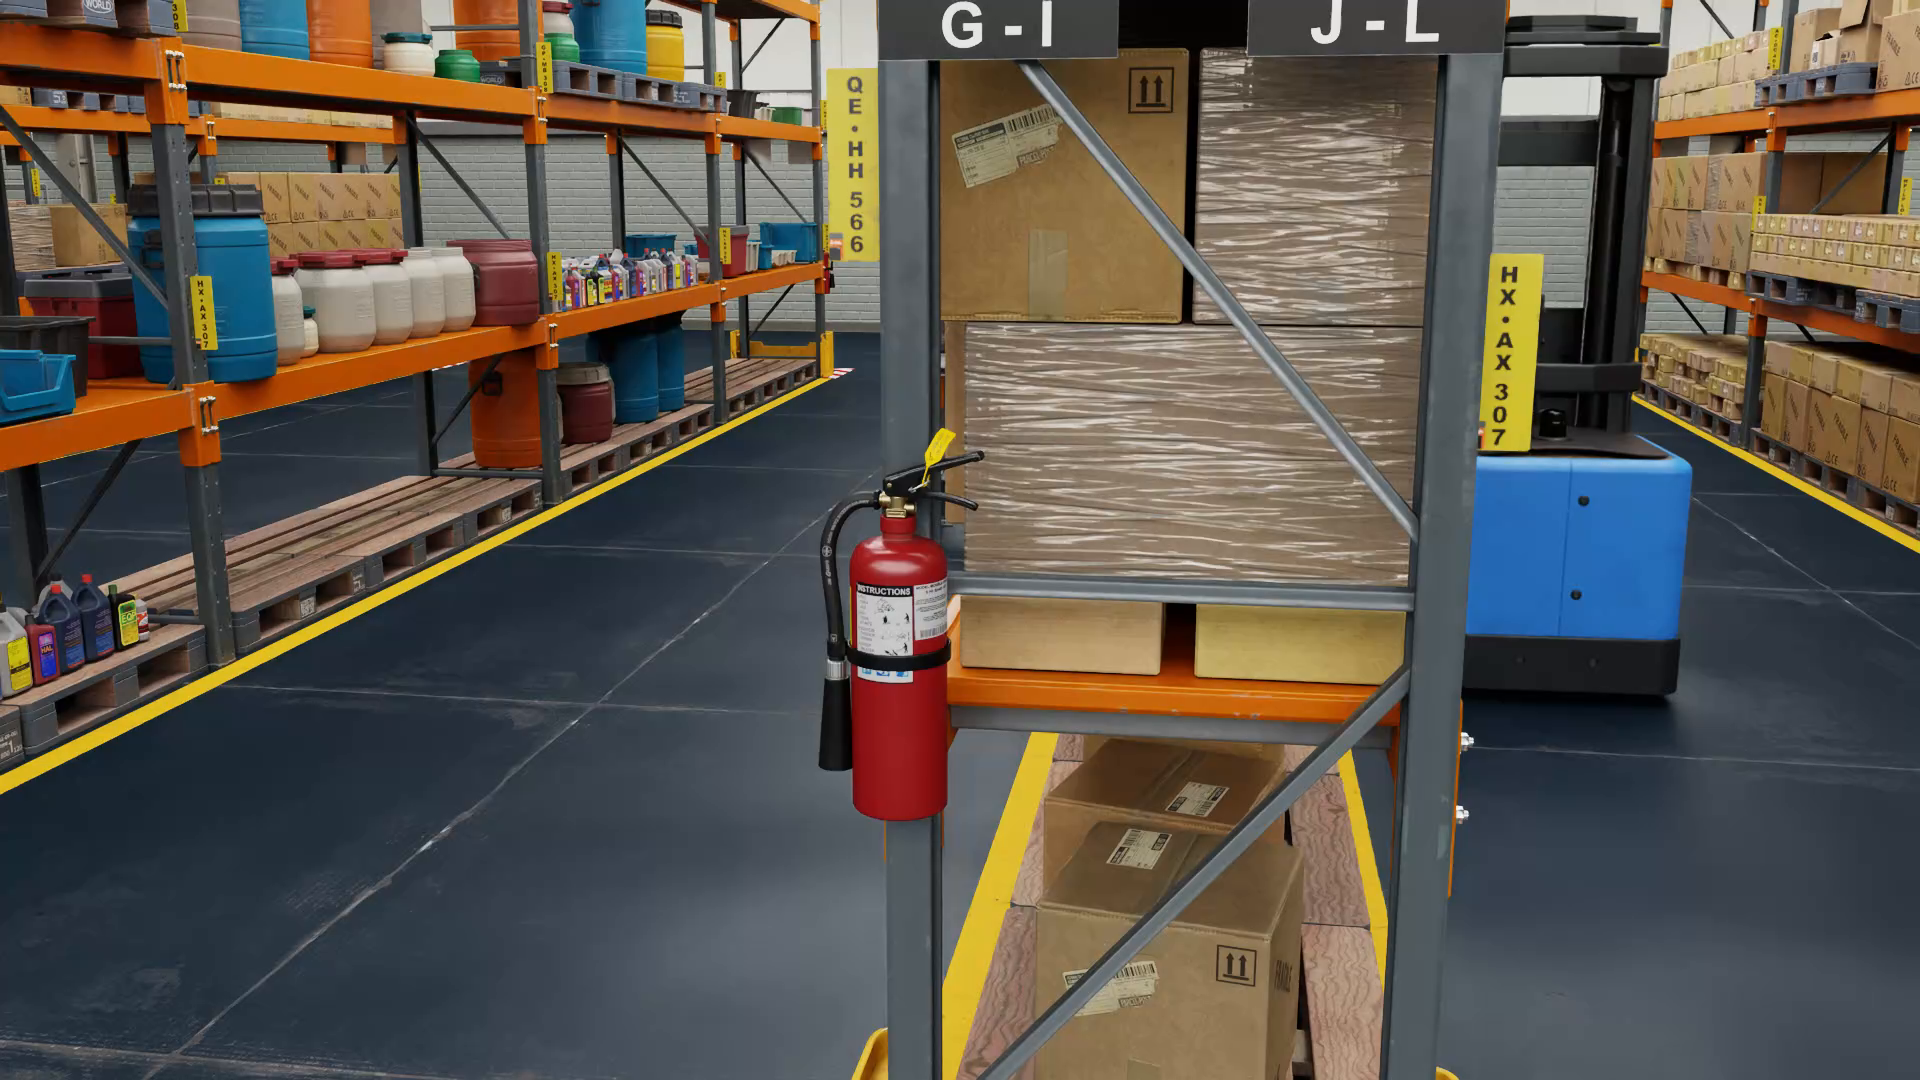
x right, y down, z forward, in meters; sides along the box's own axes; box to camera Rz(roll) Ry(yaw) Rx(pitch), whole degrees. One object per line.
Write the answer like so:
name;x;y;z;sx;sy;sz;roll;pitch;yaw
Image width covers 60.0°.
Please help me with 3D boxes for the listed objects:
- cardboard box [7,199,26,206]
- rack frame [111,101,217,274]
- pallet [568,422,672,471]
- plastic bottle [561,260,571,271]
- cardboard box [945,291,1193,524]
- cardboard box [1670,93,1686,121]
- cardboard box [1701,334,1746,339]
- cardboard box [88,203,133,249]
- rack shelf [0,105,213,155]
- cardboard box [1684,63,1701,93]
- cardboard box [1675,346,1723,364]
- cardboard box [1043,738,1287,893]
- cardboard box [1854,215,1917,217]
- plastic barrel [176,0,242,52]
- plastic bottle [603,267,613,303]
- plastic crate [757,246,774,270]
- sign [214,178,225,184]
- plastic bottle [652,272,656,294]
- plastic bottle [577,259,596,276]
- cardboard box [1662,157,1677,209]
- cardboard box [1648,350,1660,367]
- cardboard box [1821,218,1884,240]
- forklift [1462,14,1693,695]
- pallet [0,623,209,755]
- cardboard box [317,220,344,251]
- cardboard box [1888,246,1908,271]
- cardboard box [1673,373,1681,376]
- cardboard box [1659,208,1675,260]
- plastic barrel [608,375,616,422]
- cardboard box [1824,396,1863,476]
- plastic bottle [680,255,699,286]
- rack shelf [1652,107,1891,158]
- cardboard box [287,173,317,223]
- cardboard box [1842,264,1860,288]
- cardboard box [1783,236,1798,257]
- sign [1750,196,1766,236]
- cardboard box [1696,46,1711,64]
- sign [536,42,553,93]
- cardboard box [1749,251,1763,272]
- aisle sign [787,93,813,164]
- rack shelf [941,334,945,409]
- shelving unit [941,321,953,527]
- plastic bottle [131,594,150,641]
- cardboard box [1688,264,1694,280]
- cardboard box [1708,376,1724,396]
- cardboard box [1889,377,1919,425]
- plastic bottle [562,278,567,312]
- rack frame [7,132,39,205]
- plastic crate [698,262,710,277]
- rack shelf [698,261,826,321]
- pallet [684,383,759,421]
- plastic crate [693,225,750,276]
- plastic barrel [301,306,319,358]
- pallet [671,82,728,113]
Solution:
cardboard box;-11.925;-3.756;20.089;0.980;0.700;0.700;2;12;11
rack frame;-7.576;-2.723;16.010;1.000;3.000;0.127;2;12;9
pallet;-3.027;-0.785;13.634;1.003;0.211;1.213;2;12;9
plastic bottle;-3.308;-2.176;13.766;0.152;0.276;0.135;2;12;9
cardboard box;0.436;-0.319;3.912;0.875;0.500;0.500;2;12;9
cardboard box;7.306;-4.251;16.334;0.500;0.250;0.500;2;12;10
cardboard box;7.881;-2.036;17.181;0.380;0.149;0.250;2;12;9
cardboard box;-7.870;-2.886;15.531;0.700;0.500;0.500;-2;12;-10
rack shelf;-7.884;-3.422;13.838;1.077;0.370;4.000;2;12;9
cardboard box;7.219;-4.393;15.809;0.500;0.250;0.500;2;12;9
cardboard box;7.113;-1.782;16.001;0.380;0.149;0.250;2;12;10
cardboard box;0.537;0.858;4.328;0.500;0.500;0.500;5;13;23
cardboard box;7.188;-2.447;12.916;0.380;0.149;0.250;2;12;7
plastic barrel;-3.948;-2.857;8.321;0.600;0.901;0.600;0;12;0
plastic bottle;-2.724;-1.962;12.781;0.097;0.271;0.097;0;12;0
plastic crate;-2.129;-2.906;17.114;0.416;0.233;0.300;2;12;9
sign;-7.027;-3.272;15.808;0.100;0.325;0.005;2;12;9
plastic bottle;-2.569;-2.138;13.767;0.097;0.201;0.097;0;12;0
plastic bottle;-3.122;-2.220;13.967;0.152;0.276;0.135;2;12;9
cardboard box;7.310;-3.545;16.508;0.500;0.500;0.500;2;12;10
cardboard box;7.280;-1.854;17.038;0.380;0.149;0.250;2;12;8
cardboard box;6.346;-2.201;11.772;0.380;0.149;0.250;2;12;10
forklift;2.733;-1.029;8.309;1.130;2.935;3.031;1;12;7
pallet;-4.057;0.605;7.185;1.003;0.211;1.213;2;12;9
cardboard box;-6.997;-3.186;17.920;0.500;0.500;0.500;2;12;8
cardboard box;6.148;-1.788;10.564;0.380;0.149;0.250;2;12;11
cardboard box;7.232;-1.551;16.338;0.380;0.149;0.250;2;12;9
cardboard box;7.313;-3.050;16.582;0.500;0.500;0.500;2;12;9
plastic barrel;-3.067;-1.176;13.740;0.421;0.512;0.421;0;12;0
cardboard box;6.474;-0.734;11.718;0.500;0.500;0.500;1;12;6
plastic bottle;-2.423;-2.409;14.845;0.152;0.276;0.135;2;12;9
rack shelf;7.405;-3.751;15.365;1.077;0.370;4.000;2;12;9
cardboard box;-7.067;-3.564;17.302;0.500;0.500;0.500;2;12;7
cardboard box;6.265;-1.800;11.326;0.380;0.149;0.250;1;12;6
cardboard box;6.466;-2.219;12.562;0.380;0.149;0.250;1;12;6
sign;6.560;-2.659;13.656;0.100;0.325;0.005;2;12;9
cardboard box;7.159;-4.559;15.629;0.380;0.149;0.250;2;12;10
sign;-2.753;-3.128;11.017;0.100;0.325;0.005;2;12;9
cardboard box;6.582;-2.235;13.344;0.380;0.149;0.250;1;12;6
aisle sign;-1.766;-4.671;18.877;0.394;0.787;0.004;2;12;9
rack shelf;0.025;-1.048;10.435;0.431;0.518;0.480;2;12;9
shelving unit;0.025;-1.061;10.432;0.431;2.100;0.503;2;12;9
plastic bottle;-3.660;0.342;7.385;0.097;0.201;0.097;0;12;0
cardboard box;7.149;-2.546;15.786;0.380;0.149;0.250;2;12;11
cardboard box;6.885;-1.366;14.775;0.380;0.149;0.250;1;12;7
cardboard box;6.328;-0.888;10.650;0.500;0.250;0.500;2;12;7
plastic bottle;-2.866;-1.769;11.889;0.097;0.271;0.097;0;12;0
rack frame;-11.856;-3.716;20.615;1.000;3.000;0.127;2;12;9
plastic crate;-2.469;-2.555;15.711;0.396;0.136;0.243;2;12;9
rack shelf;-2.375;-2.627;17.269;1.077;0.370;4.000;2;12;9
pallet;-2.607;-1.353;16.271;1.003;0.211;1.213;2;12;9
plastic crate;-2.297;-2.800;16.073;0.402;0.464;0.583;2;12;9
plastic barrel;-3.557;-1.100;8.804;0.301;0.262;0.301;0;12;0
pallet;-2.706;-3.770;14.193;1.213;0.211;1.003;2;12;9
